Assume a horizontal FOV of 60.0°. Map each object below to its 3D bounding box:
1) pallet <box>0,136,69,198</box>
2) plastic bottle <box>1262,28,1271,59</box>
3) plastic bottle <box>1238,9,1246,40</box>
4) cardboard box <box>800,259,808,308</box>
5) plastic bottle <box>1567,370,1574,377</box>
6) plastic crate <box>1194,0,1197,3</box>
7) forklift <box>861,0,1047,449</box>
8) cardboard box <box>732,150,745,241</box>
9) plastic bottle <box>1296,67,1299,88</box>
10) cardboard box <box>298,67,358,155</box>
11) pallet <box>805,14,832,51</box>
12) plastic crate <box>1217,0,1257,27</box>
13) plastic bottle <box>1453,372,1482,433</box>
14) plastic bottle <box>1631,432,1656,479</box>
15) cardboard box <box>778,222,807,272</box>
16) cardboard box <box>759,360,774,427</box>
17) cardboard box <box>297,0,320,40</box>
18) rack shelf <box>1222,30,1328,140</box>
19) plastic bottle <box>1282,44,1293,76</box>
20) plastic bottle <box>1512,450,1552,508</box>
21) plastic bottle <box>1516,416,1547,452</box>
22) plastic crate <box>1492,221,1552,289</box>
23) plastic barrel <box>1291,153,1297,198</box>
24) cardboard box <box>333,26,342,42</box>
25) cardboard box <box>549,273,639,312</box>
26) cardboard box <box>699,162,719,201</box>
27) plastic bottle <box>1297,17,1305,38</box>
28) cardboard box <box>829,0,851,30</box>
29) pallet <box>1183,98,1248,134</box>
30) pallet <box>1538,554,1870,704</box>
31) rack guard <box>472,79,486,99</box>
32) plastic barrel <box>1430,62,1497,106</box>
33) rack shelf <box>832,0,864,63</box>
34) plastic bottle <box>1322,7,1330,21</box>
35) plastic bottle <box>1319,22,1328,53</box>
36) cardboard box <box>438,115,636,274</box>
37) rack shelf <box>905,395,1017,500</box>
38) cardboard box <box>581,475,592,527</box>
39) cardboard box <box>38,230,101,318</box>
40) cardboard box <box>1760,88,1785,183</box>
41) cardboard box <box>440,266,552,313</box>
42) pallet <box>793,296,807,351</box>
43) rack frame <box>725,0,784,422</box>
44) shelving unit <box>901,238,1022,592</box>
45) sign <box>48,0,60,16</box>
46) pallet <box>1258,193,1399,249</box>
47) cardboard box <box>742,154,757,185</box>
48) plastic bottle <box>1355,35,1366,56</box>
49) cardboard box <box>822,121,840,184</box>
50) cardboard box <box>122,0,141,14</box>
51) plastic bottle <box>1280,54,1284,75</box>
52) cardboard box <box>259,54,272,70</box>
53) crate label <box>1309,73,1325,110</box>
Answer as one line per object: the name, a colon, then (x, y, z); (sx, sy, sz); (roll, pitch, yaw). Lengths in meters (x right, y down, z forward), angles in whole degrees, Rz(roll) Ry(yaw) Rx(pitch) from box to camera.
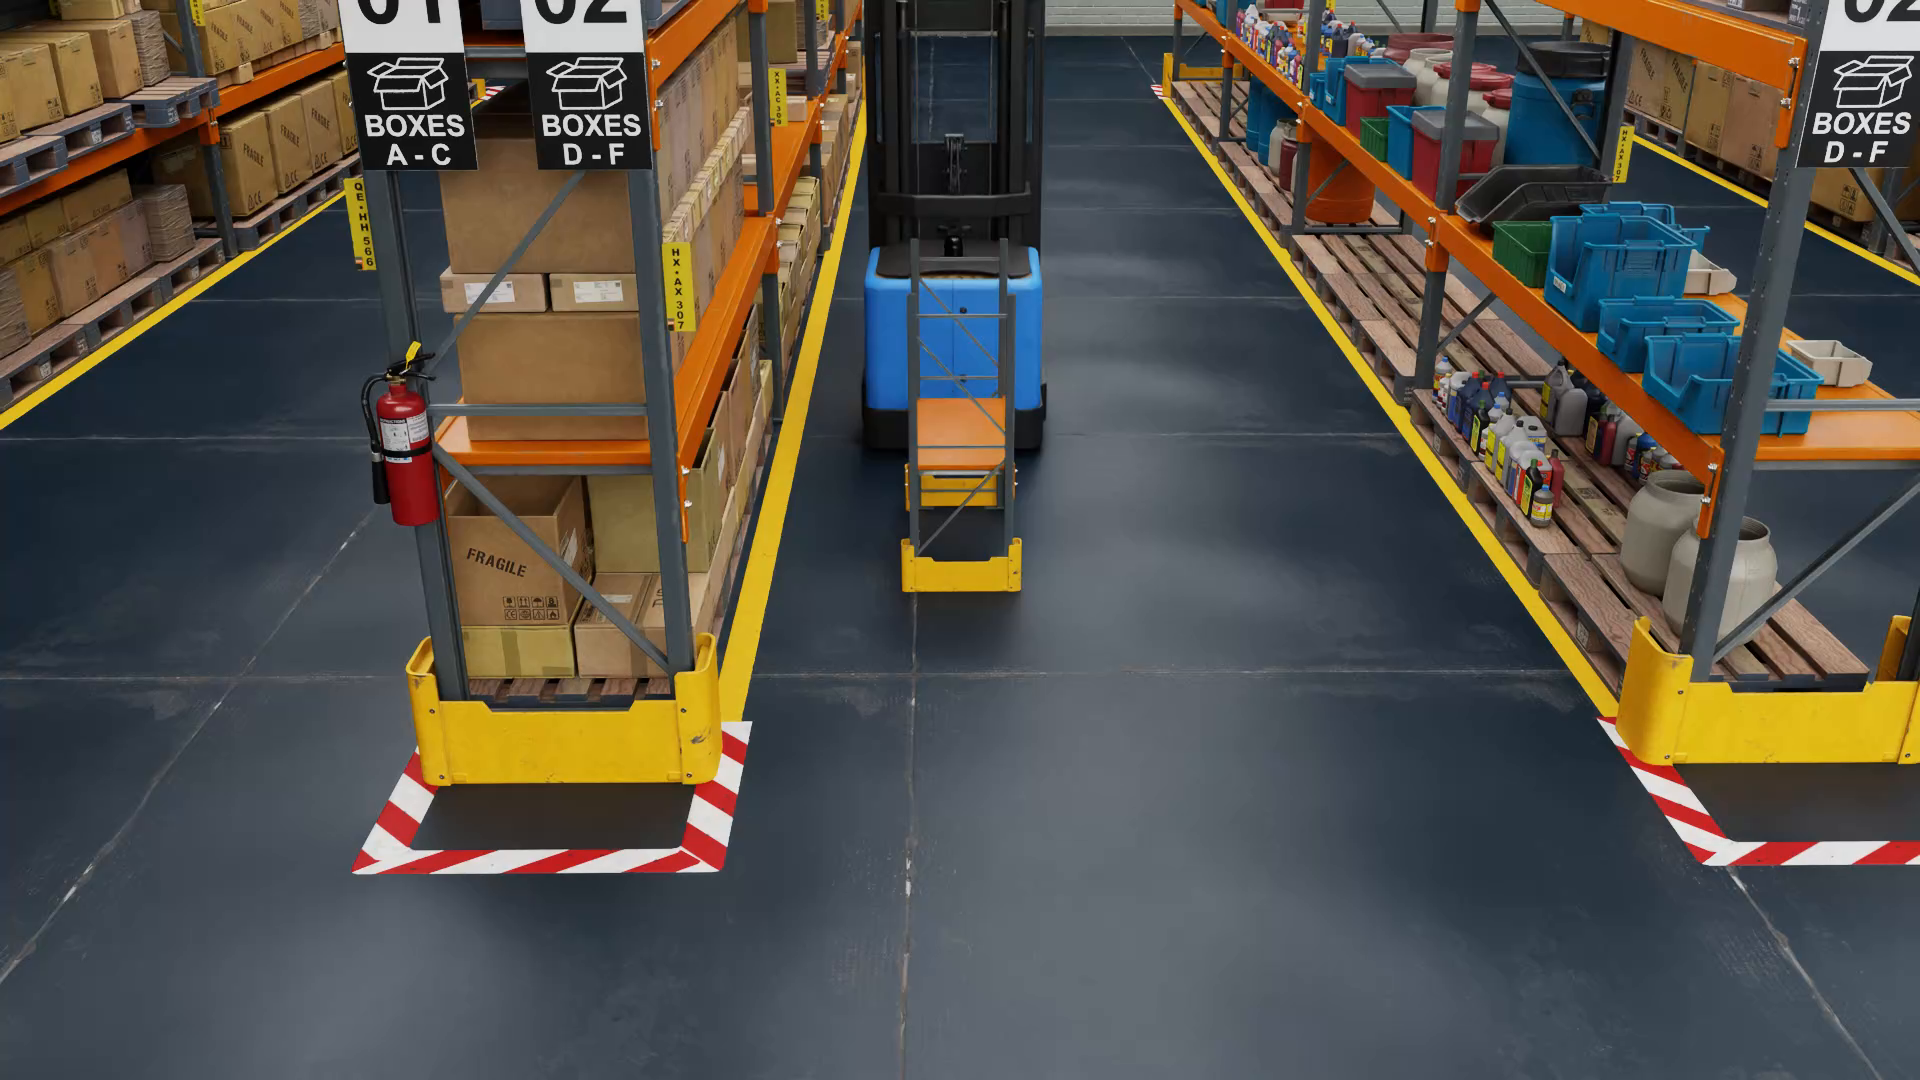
pallet: (-6.424, -2.329, 10.491); (1.003, 0.211, 1.213); (0, 24, -1)
plastic bottle: (2.870, -4.625, 15.493); (0.097, 0.271, 0.097); (0, 24, 0)
plastic bottle: (2.837, -5.180, 16.705); (0.061, 0.283, 0.133); (0, 24, -1)
cardboard box: (-1.381, -1.864, 12.058); (0.500, 0.250, 0.500); (0, 24, 0)
plastic bottle: (3.661, -0.922, 10.011); (0.097, 0.201, 0.097); (0, 24, 0)
plastic crate: (2.903, -6.395, 19.380); (0.416, 0.233, 0.300); (0, 24, -1)
forklift: (-0.032, -2.430, 10.565); (1.130, 2.935, 3.031); (0, 24, 0)
cardboard box: (-1.596, -1.987, 9.382); (0.700, 0.500, 0.500); (-1, 24, -2)
plastic bottle: (2.888, -3.915, 14.007); (0.097, 0.201, 0.097); (0, 24, 0)
cardboard box: (-6.511, -4.341, 16.808); (0.750, 0.750, 0.750); (0, 24, 0)
pallet: (-1.795, -5.003, 16.406); (1.003, 0.211, 1.213); (0, 24, -1)
plastic crate: (2.912, -5.652, 17.554); (0.392, 0.384, 0.575); (0, 24, -1)
plastic bottle: (2.940, -0.804, 9.568); (0.144, 0.351, 0.185); (0, 24, 1)
plastic bottle: (3.674, -0.468, 8.923); (0.097, 0.271, 0.097); (0, 24, 0)
cardboard box: (-1.381, -2.123, 11.951); (0.500, 0.311, 0.500); (0, 24, 1)
cardboard box: (-1.384, -0.873, 9.866); (0.500, 0.250, 0.500); (0, 24, -1)
cardboard box: (-6.378, -4.981, 15.616); (0.500, 0.500, 0.500); (0, 24, 0)
rack shelf: (3.280, -4.289, 15.467); (1.077, 0.370, 4.000); (0, 24, -1)
plastic bottle: (2.881, -4.202, 14.558); (0.097, 0.271, 0.097); (0, 24, 0)
plastic bottle: (2.956, -0.315, 8.578); (0.152, 0.276, 0.135); (0, 24, 0)
plastic bottle: (3.094, -0.528, 9.049); (0.152, 0.276, 0.135); (0, 24, -1)
plastic crate: (3.078, -1.488, 8.657); (0.450, 0.188, 0.662); (0, 24, -1)
plastic barrel: (3.184, -3.285, 14.882); (0.421, 0.512, 0.421); (0, 24, 0)
cardboard box: (-6.335, -5.050, 16.555); (0.380, 0.149, 0.250); (0, 24, 0)
cardboard box: (-1.353, -0.980, 6.368); (0.380, 0.149, 0.250); (0, 24, -1)
cardboard box: (-1.372, -1.722, 8.008); (0.380, 0.149, 0.250); (1, 24, 1)
plastic bottle: (3.462, -5.182, 16.808); (0.097, 0.201, 0.097); (0, 24, 0)
cardboard box: (-1.428, -5.677, 17.542); (0.500, 0.500, 0.500); (0, 24, 1)
pallet: (3.195, -4.978, 19.500); (1.003, 0.211, 1.213); (0, 24, -1)
pallet: (3.338, 0.408, 7.592); (1.003, 0.211, 1.213); (0, 24, -1)
rack guard: (-6.692, -5.916, 21.224); (1.175, 0.500, 0.348); (0, 24, -1)
plastic barrel: (3.542, -3.083, 11.761); (0.433, 0.535, 0.433); (0, 24, 0)
rack shelf: (-1.716, -5.917, 19.066); (1.077, 0.370, 4.000); (0, 24, -1)
plastic bottle: (3.596, -5.042, 16.317); (0.144, 0.351, 0.185); (0, 24, -1)
plastic bottle: (3.472, -4.800, 15.879); (0.097, 0.271, 0.097); (0, 24, 0)
cardboard box: (-1.557, -1.327, 6.348); (0.700, 0.500, 0.500); (0, 24, 0)
rack shelf: (0.001, -0.484, 8.437); (0.538, 0.185, 1.000); (0, 24, -1)
cardboard box: (-1.893, -0.388, 7.884); (0.500, 0.500, 0.500); (0, 24, -1)
cardboard box: (-6.606, -1.888, 11.784); (0.700, 0.500, 0.500); (0, 24, 0)
cardboard box: (8.266, -3.690, 15.339); (1.225, 0.875, 0.875); (0, 24, 0)
cardboard box: (-1.758, -0.974, 6.354); (0.380, 0.149, 0.250); (-1, 24, -1)
pallet: (-1.671, -1.661, 12.166); (1.003, 0.211, 1.213); (0, 24, -1)
rack frame: (-1.607, -2.124, 9.807); (1.000, 3.000, 0.127); (0, 24, -1)
shelving unit: (0.001, -0.652, 8.371); (0.587, 1.500, 1.083); (0, 24, -1)
sign: (-7.159, -4.272, 13.151); (0.100, 0.325, 0.005); (0, 24, -1)
pallet: (3.252, -2.847, 14.789); (1.003, 0.211, 1.213); (0, 24, -1)
cardboard box: (-1.413, -2.376, 10.668); (0.380, 0.149, 0.250); (0, 24, -1)
plastic bottle: (3.634, -4.438, 15.079); (0.097, 0.271, 0.097); (0, 24, 0)
cardboard box: (-1.393, -3.660, 15.702); (0.500, 0.500, 0.500); (-1, 24, -2)
cardboard box: (-6.571, -4.148, 12.839); (0.380, 0.149, 0.250); (-3, 25, -7)
plastic bottle: (2.880, -4.211, 14.661); (0.097, 0.201, 0.097); (0, 24, 0)
cardboard box: (-6.418, -4.310, 14.920); (0.380, 0.149, 0.250); (0, 24, 0)
crate label: (2.932, -3.542, 13.144); (0.303, 0.233, 0.416); (0, 24, -1)
